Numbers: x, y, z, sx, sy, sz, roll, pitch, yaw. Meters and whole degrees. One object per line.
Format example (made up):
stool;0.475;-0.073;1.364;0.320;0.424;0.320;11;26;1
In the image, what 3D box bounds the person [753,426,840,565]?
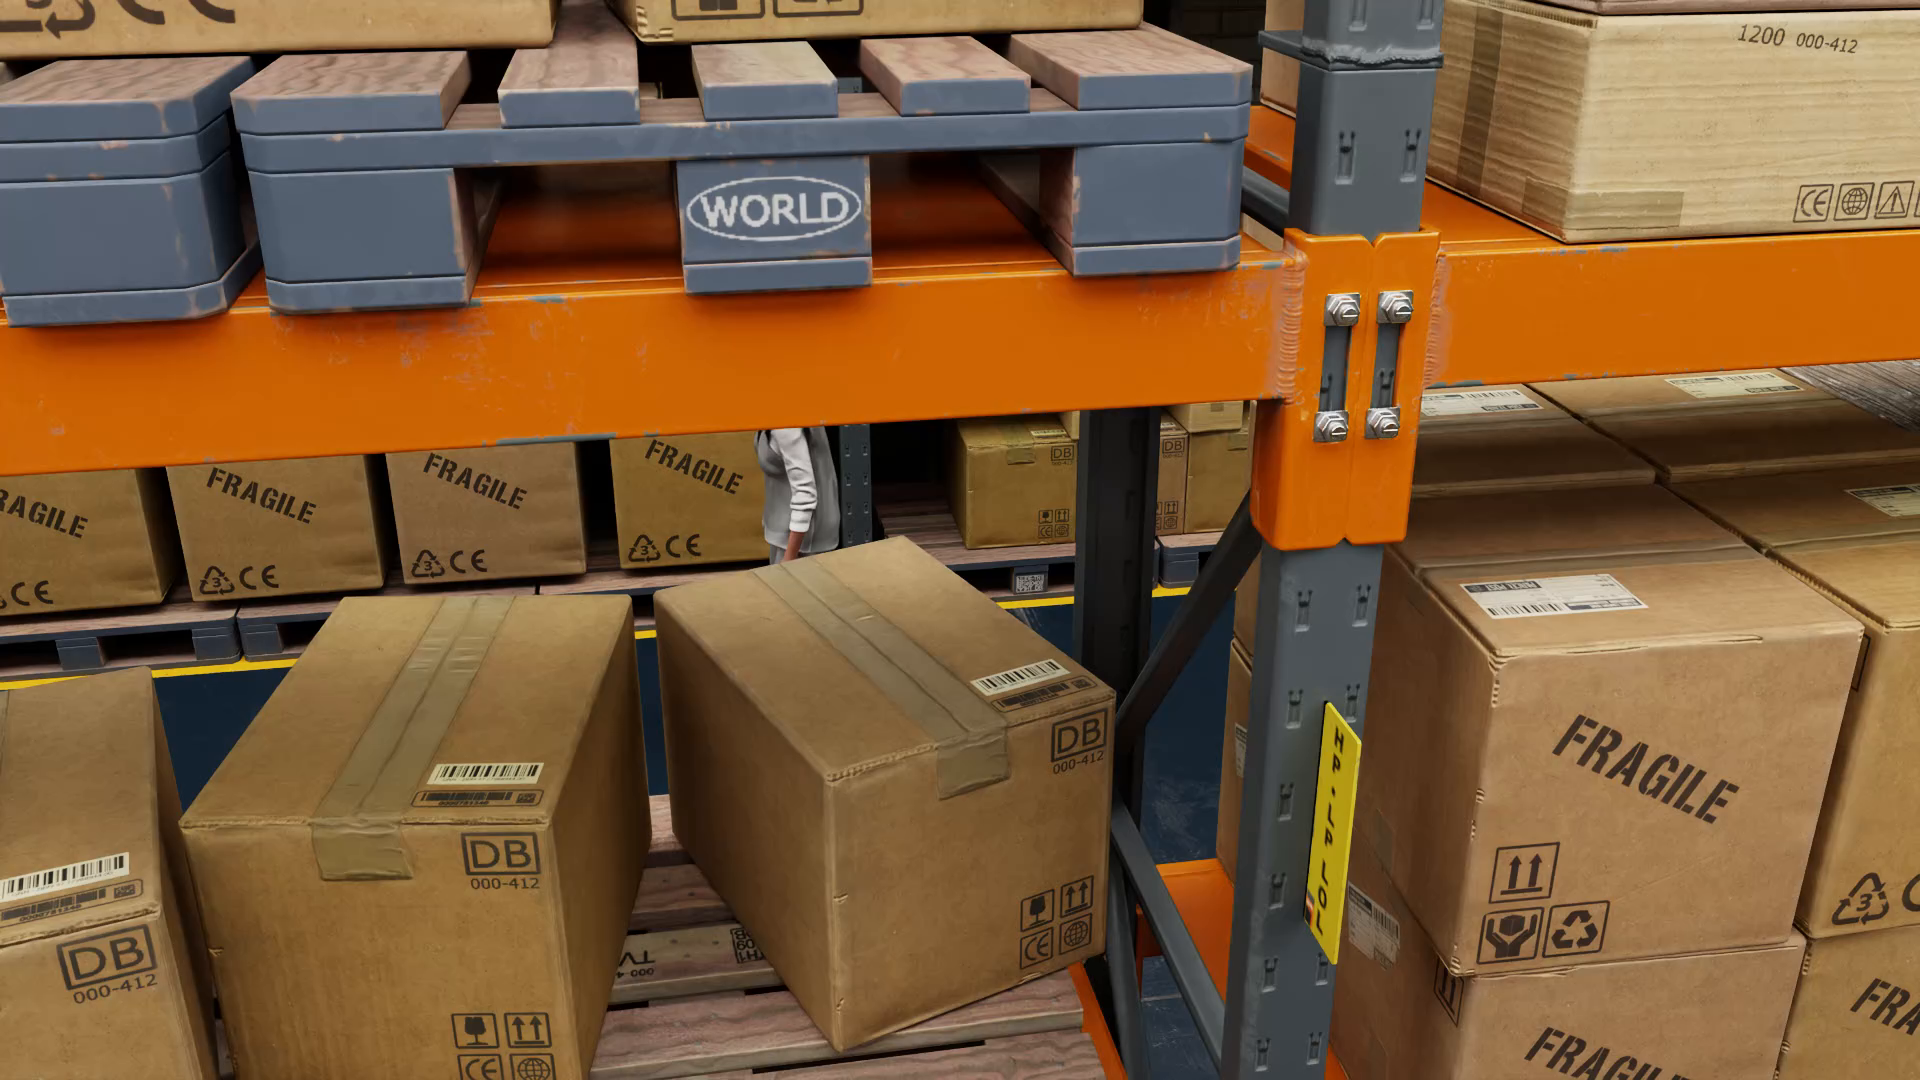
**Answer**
person;-0.630;-0.005;6.127;0.366;1.592;0.473;-4;24;-10
